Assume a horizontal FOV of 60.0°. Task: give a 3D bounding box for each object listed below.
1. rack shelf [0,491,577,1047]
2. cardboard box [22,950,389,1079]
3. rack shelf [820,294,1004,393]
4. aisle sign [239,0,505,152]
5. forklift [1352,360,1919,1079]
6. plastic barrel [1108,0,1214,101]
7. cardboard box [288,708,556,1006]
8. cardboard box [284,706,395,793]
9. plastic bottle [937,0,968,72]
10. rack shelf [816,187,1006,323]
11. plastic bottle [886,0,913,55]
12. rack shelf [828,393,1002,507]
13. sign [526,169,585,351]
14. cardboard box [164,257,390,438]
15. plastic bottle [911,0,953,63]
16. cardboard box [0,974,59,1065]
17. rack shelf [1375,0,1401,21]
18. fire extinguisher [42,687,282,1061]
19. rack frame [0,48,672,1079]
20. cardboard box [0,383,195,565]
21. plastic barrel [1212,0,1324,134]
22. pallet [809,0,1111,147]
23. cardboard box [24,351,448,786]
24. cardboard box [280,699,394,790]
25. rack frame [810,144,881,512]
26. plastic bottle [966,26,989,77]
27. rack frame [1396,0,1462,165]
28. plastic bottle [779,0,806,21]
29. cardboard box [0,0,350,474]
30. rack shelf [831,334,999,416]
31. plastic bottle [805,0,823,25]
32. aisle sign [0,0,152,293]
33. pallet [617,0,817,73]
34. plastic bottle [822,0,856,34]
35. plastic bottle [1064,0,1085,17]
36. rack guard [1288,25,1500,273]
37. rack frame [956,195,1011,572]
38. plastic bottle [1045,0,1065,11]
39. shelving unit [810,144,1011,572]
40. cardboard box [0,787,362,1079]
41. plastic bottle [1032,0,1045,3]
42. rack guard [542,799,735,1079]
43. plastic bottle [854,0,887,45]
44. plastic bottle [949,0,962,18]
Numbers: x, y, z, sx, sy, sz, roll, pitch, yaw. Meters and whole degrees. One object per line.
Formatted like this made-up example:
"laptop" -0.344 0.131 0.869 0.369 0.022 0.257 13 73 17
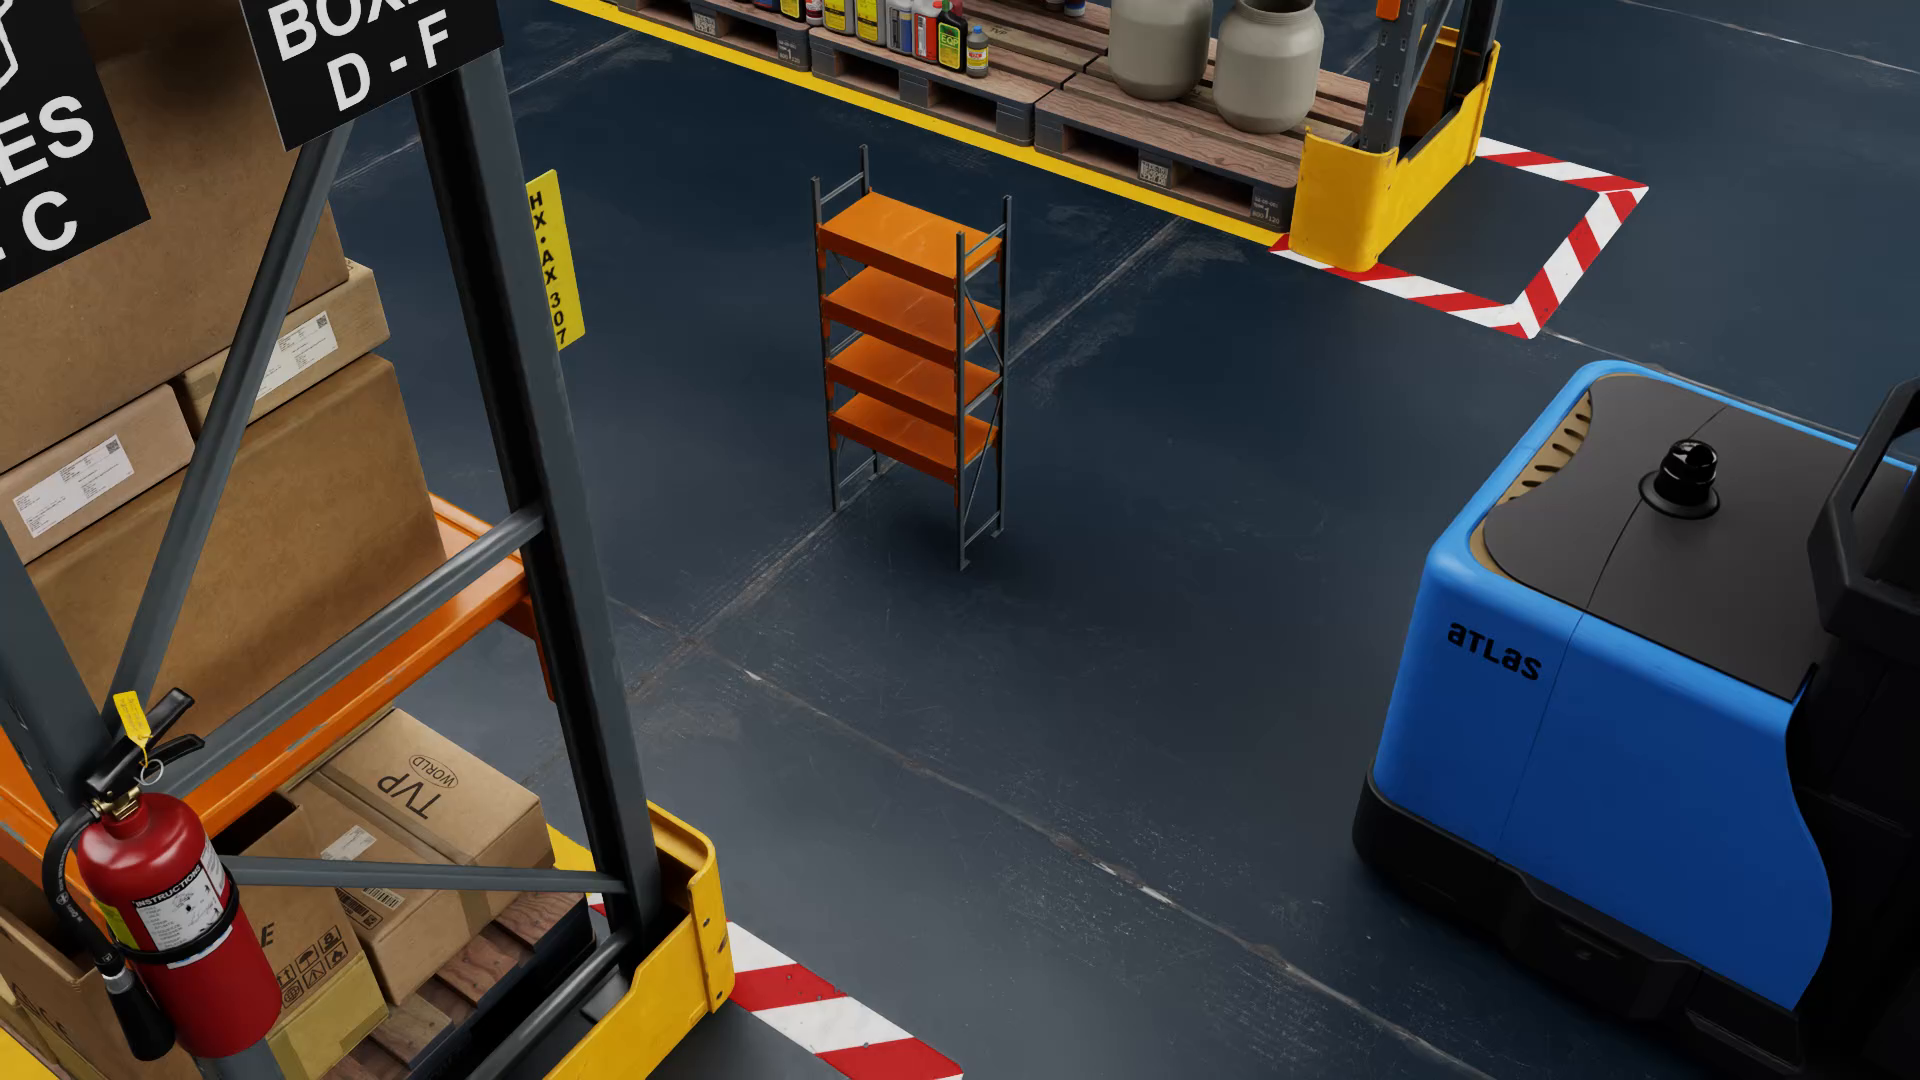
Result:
"rack shelf" -2.655 -0.306 3.881 4.000 0.370 1.077 25 48 25
"cardboard box" -1.626 1.016 3.612 0.500 0.250 0.500 25 48 25
"rack shelf" -0.136 -0.627 4.816 0.480 0.148 0.258 25 48 25
"aisle sign" -0.788 -0.919 2.078 0.004 0.787 0.394 25 48 25
"forklift" 0.631 -1.992 4.702 9.240 3.703 3.137 27 48 27
"plastic barrel" 0.837 -2.142 6.945 0.421 0.512 0.421 0 42 0
"cardboard box" -1.329 0.734 3.928 0.500 0.250 0.500 25 48 25
"cardboard box" -1.740 0.544 4.139 0.500 0.250 0.500 25 48 25
"plastic bottle" -0.032 -2.161 7.123 0.133 0.283 0.061 26 48 26
"rack shelf" -0.136 -0.803 4.659 0.480 0.148 0.258 25 48 25
"plastic bottle" -0.230 -2.288 7.270 0.135 0.276 0.152 24 47 24
"rack shelf" -0.136 -0.312 5.098 0.480 0.148 0.258 25 48 25
"sign" -0.694 -0.461 2.807 0.005 0.325 0.100 25 48 25
"cardboard box" -1.215 -0.355 2.835 0.250 0.149 0.380 25 47 25
"plastic bottle" -0.116 -2.235 7.211 0.135 0.276 0.152 25 48 26
"cardboard box" -2.042 0.831 3.818 0.500 0.250 0.500 25 48 25
"rack shelf" 0.192 -3.008 6.902 4.000 0.370 1.077 25 48 25
"fire extinguisher" -1.187 0.520 2.478 0.183 0.674 0.296 25 48 25
"rack frame" -1.017 0.192 2.786 0.127 3.000 1.000 25 48 25
"cardboard box" -1.440 -0.129 2.583 0.250 0.149 0.380 24 47 25
"plastic barrel" 1.247 -1.950 6.731 0.421 0.512 0.421 0 42 0
"pallet" 0.084 -2.256 7.613 1.213 0.211 1.003 25 48 25
"cardboard box" -1.392 -0.031 2.960 0.500 0.500 0.700 25 48 25
"cardboard box" -1.739 0.264 3.891 0.500 0.500 0.500 25 48 25
"rack frame" -0.335 -0.604 5.025 0.015 1.200 0.240 25 48 25
"plastic bottle" 0.074 -2.096 7.111 0.097 0.201 0.097 0 42 0
"rack frame" 1.832 -2.512 5.808 0.053 2.616 0.949 25 48 25
"plastic bottle" -0.757 -2.500 7.502 0.133 0.283 0.061 27 48 27
"cardboard box" -1.436 -0.535 2.550 0.500 0.500 0.700 25 48 25
"rack shelf" -0.136 -0.490 4.940 0.457 0.050 0.221 25 48 25
"plastic bottle" -0.650 -2.434 7.490 0.097 0.201 0.097 0 42 0
"aisle sign" -1.132 -0.591 1.712 0.004 0.787 0.394 25 48 25
"pallet" -0.919 -2.723 8.135 1.213 0.211 1.003 25 48 25
"plastic bottle" -0.520 -2.448 7.393 0.185 0.351 0.144 25 47 25
"plastic bottle" 0.524 -2.522 7.535 0.097 0.271 0.097 0 42 0
"rack guard" 1.741 -1.583 6.644 0.348 0.500 1.175 25 48 25
"rack frame" 0.064 -0.417 4.816 0.015 1.200 0.240 25 48 25
"plastic bottle" 0.440 -2.536 7.603 0.097 0.201 0.097 0 42 0
"shelving unit" -0.136 -0.511 4.921 0.503 1.200 0.258 25 48 25
"cardboard box" -1.627 0.738 3.360 0.500 0.500 0.500 25 48 25
"plastic bottle" 0.349 -2.623 7.639 0.133 0.283 0.061 26 48 26
"rack guard" -0.998 1.133 3.609 0.348 0.500 1.175 25 48 25
"plastic bottle" -0.368 -2.377 7.314 0.185 0.351 0.144 27 48 27
"plastic bottle" -0.056 -2.296 7.274 0.133 0.283 0.061 25 48 25
